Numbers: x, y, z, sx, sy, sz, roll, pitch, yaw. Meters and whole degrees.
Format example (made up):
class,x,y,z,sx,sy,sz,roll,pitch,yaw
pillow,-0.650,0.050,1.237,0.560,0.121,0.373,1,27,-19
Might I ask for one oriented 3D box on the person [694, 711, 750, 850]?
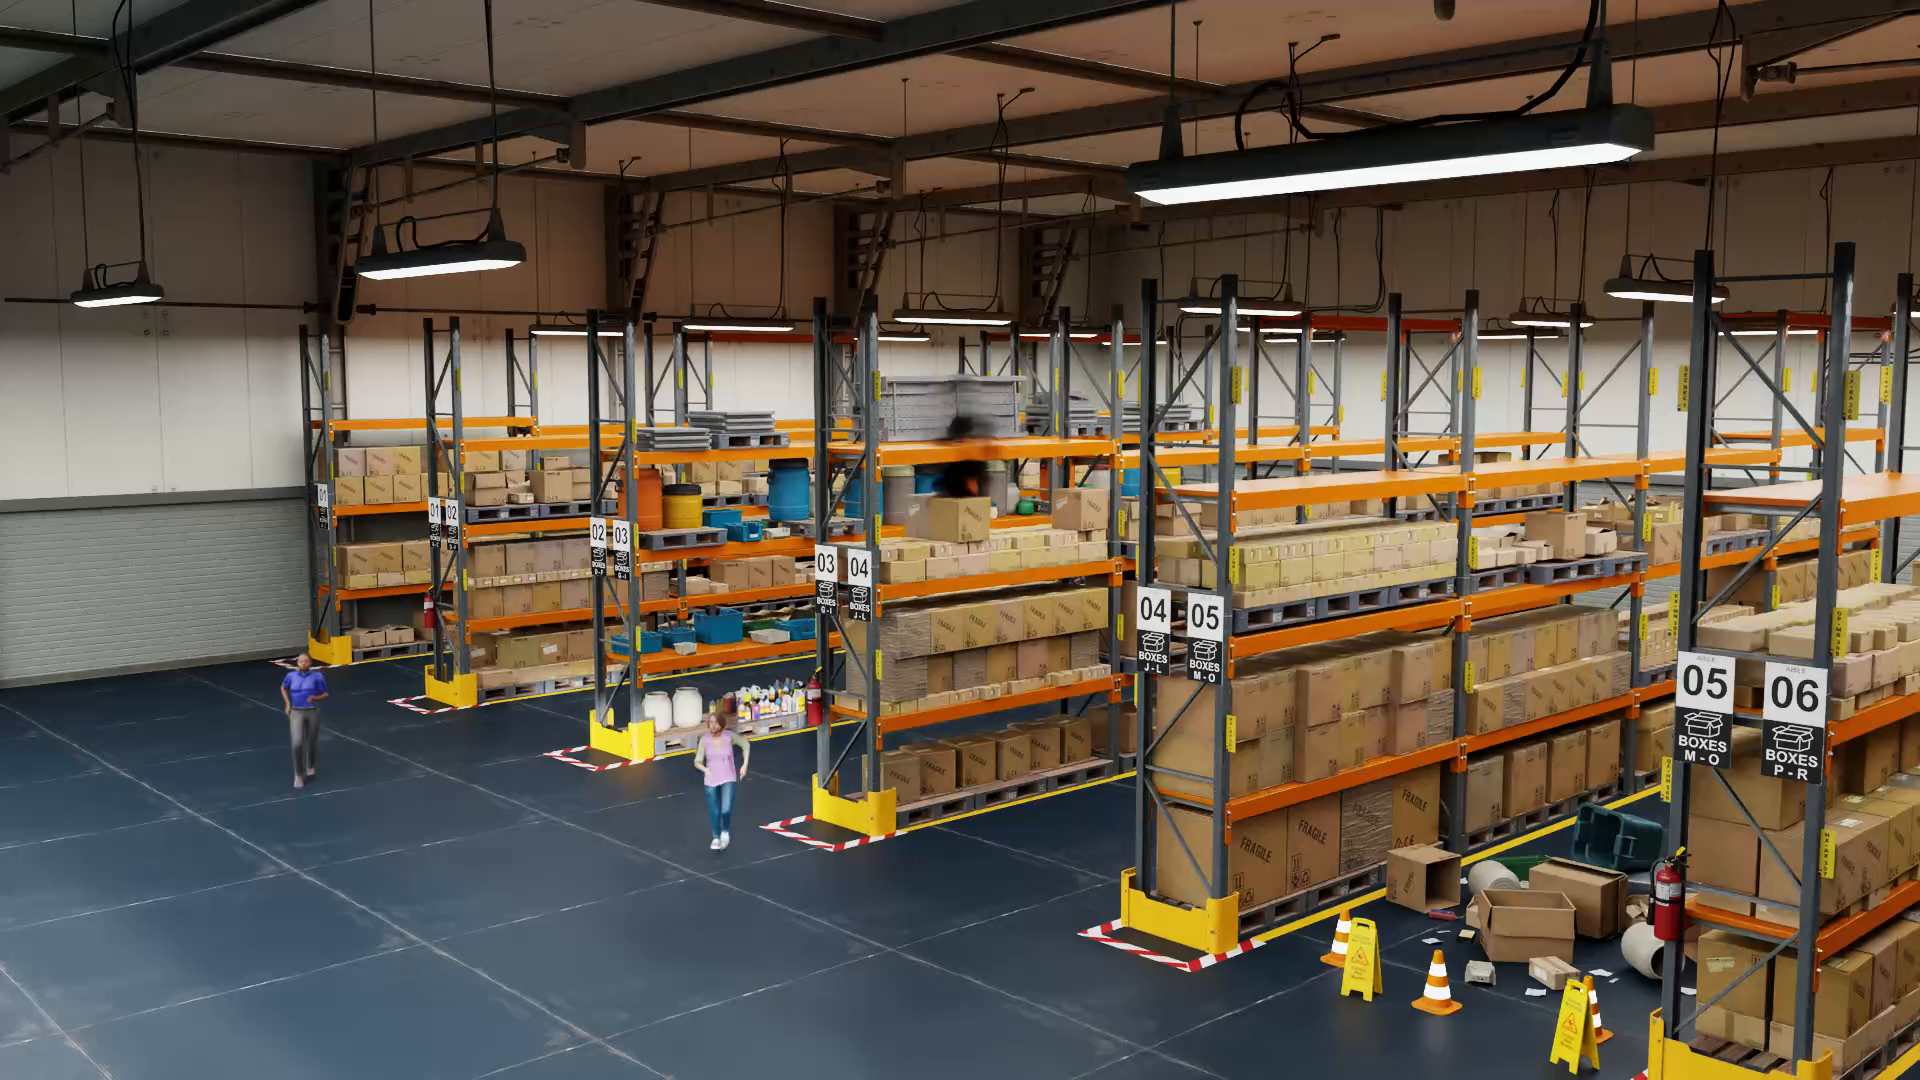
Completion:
class,x,y,z,sx,sy,sz,roll,pitch,yaw
person,-2.537,2.590,17.717,0.563,1.552,0.745,0,6,0

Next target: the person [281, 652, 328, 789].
class,x,y,z,sx,sy,sz,roll,pitch,yaw
person,-8.208,2.251,20.857,0.555,1.716,0.741,-2,6,-20
